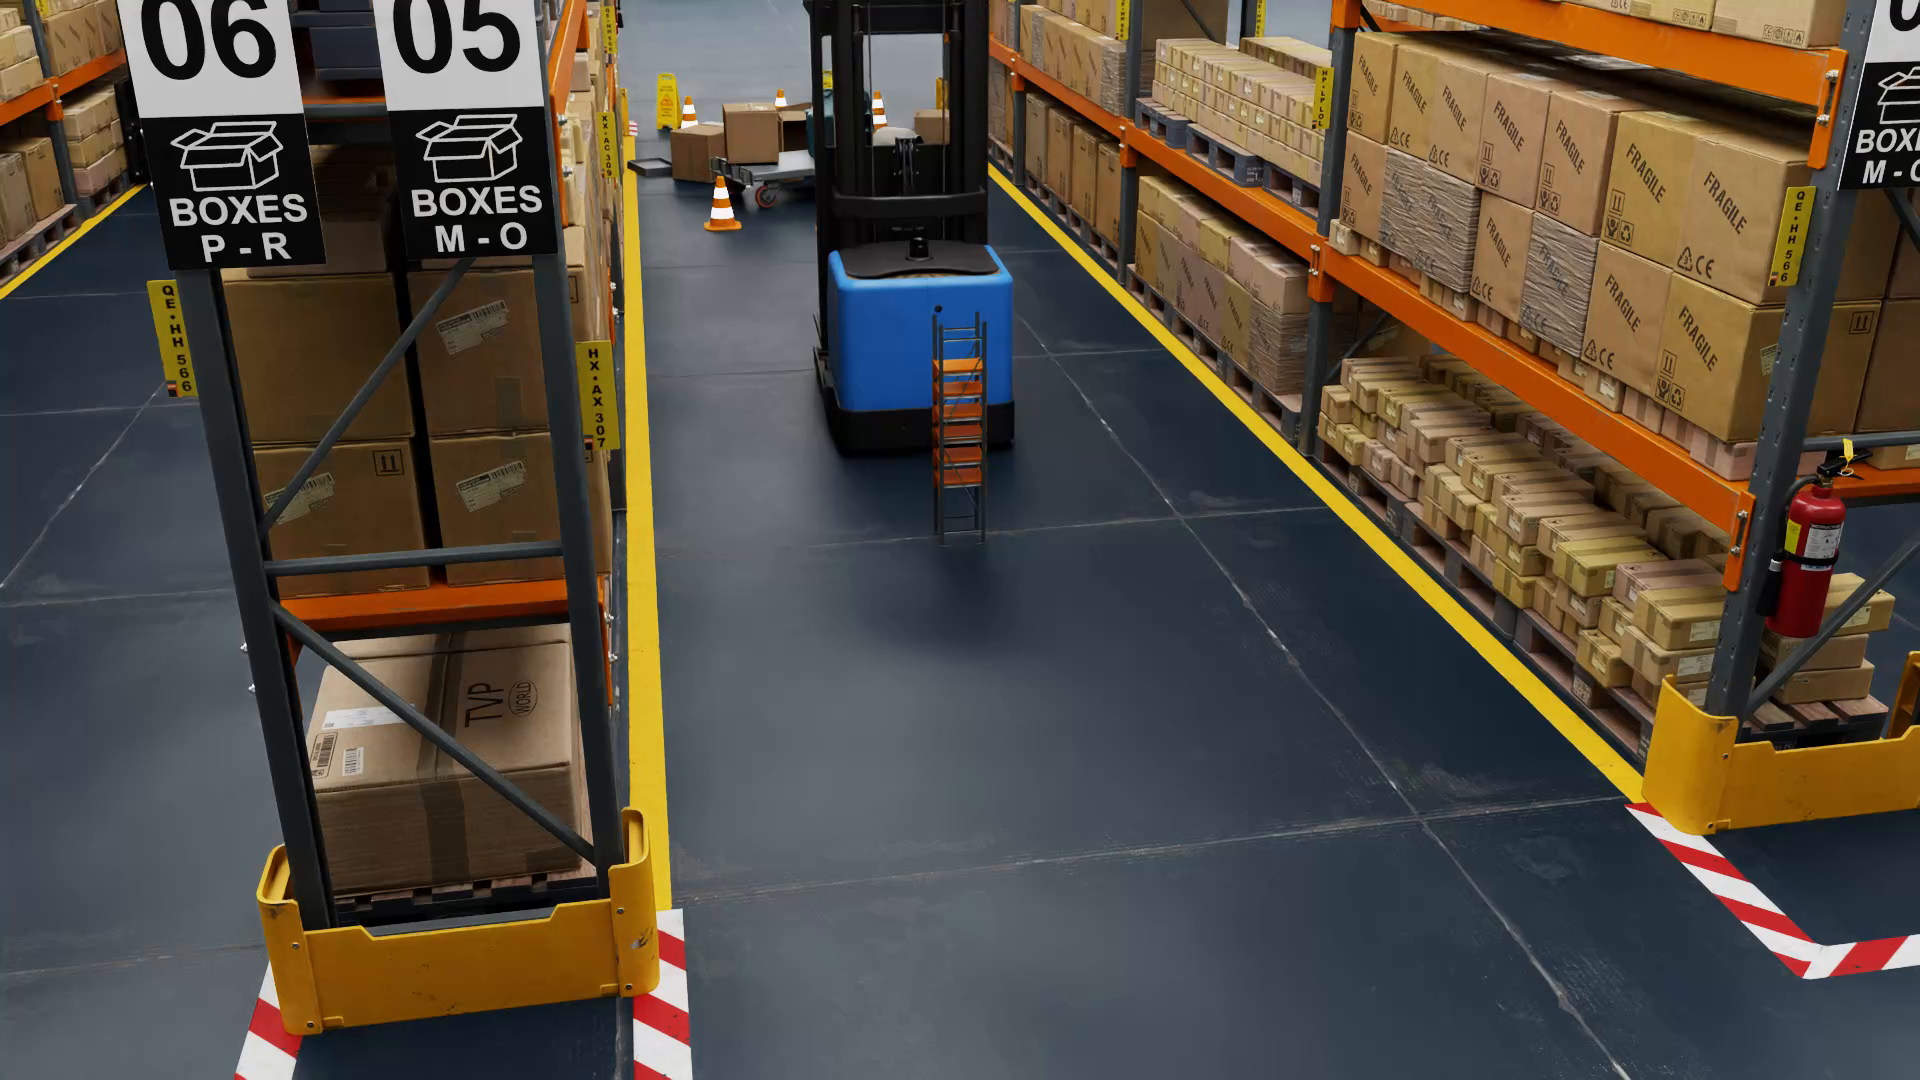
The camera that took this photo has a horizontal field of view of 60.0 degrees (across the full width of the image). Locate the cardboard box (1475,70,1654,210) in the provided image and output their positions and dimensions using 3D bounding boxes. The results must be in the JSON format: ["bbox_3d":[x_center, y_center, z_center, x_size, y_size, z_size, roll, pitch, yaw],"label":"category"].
[{"bbox_3d":[2.634,-1.759,7.283,0.500,0.500,0.500,-5,24,-12],"label":"cardboard box"}]

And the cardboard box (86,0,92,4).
[{"bbox_3d":[-8.689,-5.284,16.166,0.380,0.149,0.250,-5,24,-11],"label":"cardboard box"}]

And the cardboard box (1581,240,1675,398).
[{"bbox_3d":[2.836,-0.889,6.540,0.500,0.500,0.500,-5,24,-11],"label":"cardboard box"}]

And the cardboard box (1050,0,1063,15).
[{"bbox_3d":[1.238,-5.173,15.472,0.700,0.500,0.500,-5,24,-11],"label":"cardboard box"}]

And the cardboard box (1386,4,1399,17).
[{"bbox_3d":[5.253,-6.230,19.582,0.380,0.149,0.250,-4,24,-10],"label":"cardboard box"}]

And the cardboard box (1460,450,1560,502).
[{"bbox_3d":[2.647,-0.310,8.007,0.380,0.149,0.250,-4,24,-9],"label":"cardboard box"}]

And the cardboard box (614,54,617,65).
[{"bbox_3d":[-3.913,-5.168,17.999,0.380,0.149,0.250,-3,24,-7],"label":"cardboard box"}]

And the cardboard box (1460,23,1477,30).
[{"bbox_3d":[5.571,-5.440,17.771,0.380,0.149,0.250,-4,24,-10],"label":"cardboard box"}]

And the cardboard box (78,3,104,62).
[{"bbox_3d":[-8.712,-4.933,16.173,0.500,0.500,0.500,-5,24,-10],"label":"cardboard box"}]

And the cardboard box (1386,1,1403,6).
[{"bbox_3d":[5.532,-6.543,19.486,0.875,0.500,0.500,-4,24,-10],"label":"cardboard box"}]

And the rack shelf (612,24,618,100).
[{"bbox_3d":[-4.172,-5.117,17.616,1.077,0.370,4.000,-4,24,-10],"label":"rack shelf"}]

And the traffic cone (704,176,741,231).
[{"bbox_3d":[-2.197,-3.113,15.300,0.336,0.463,0.334,-4,24,-10],"label":"traffic cone"}]

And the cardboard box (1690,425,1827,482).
[{"bbox_3d":[2.925,-0.338,6.090,0.380,0.149,0.250,-4,24,-10],"label":"cardboard box"}]

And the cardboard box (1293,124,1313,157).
[{"bbox_3d":[2.206,-2.378,9.865,0.380,0.149,0.250,-4,24,-9],"label":"cardboard box"}]

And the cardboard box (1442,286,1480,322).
[{"bbox_3d":[2.545,-1.154,7.958,0.380,0.149,0.250,-3,24,-7],"label":"cardboard box"}]

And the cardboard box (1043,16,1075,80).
[{"bbox_3d":[1.060,-4.489,15.157,0.500,0.500,0.500,-4,24,-10],"label":"cardboard box"}]

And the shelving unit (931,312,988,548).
[{"bbox_3d":[-0.003,-0.556,8.523,0.258,1.200,0.189,-4,24,-10],"label":"shelving unit"}]

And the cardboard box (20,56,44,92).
[{"bbox_3d":[-8.329,-4.043,14.447,0.500,0.250,0.500,-4,24,-9],"label":"cardboard box"}]

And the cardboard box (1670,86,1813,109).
[{"bbox_3d":[3.267,-1.587,6.889,0.500,0.500,0.500,-5,24,-11],"label":"cardboard box"}]

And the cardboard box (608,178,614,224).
[{"bbox_3d":[-2.321,-2.043,9.867,0.500,0.250,0.500,-4,24,-10],"label":"cardboard box"}]

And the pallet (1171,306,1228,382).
[{"bbox_3d":[2.149,-1.428,11.756,1.003,0.211,1.213,-4,24,-10],"label":"pallet"}]

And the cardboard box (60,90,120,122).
[{"bbox_3d":[-8.649,-4.292,16.490,0.500,0.250,0.500,-3,24,-8],"label":"cardboard box"}]

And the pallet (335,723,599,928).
[{"bbox_3d":[-1.808,1.030,6.129,1.003,0.211,1.213,-4,24,-10],"label":"pallet"}]

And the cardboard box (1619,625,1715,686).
[{"bbox_3d":[2.885,0.445,6.648,0.380,0.149,0.250,-5,24,-11],"label":"cardboard box"}]

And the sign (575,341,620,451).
[{"bbox_3d":[-1.037,-0.411,4.764,0.100,0.325,0.005,-4,24,-10],"label":"sign"}]

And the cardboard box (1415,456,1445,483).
[{"bbox_3d":[2.566,-0.373,8.521,0.380,0.149,0.250,-3,24,-7],"label":"cardboard box"}]

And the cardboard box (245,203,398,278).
[{"bbox_3d":[-1.846,-0.867,4.803,0.380,0.149,0.250,-4,24,-9],"label":"cardboard box"}]

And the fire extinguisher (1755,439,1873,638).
[{"bbox_3d":[2.856,-0.006,5.579,0.296,0.674,0.183,-4,24,-10],"label":"fire extinguisher"}]

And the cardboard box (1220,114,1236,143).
[{"bbox_3d":[1.962,-2.755,11.099,0.380,0.149,0.250,-5,24,-11],"label":"cardboard box"}]

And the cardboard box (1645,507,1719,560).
[{"bbox_3d":[3.283,-0.035,7.377,0.380,0.149,0.250,-5,24,-12],"label":"cardboard box"}]

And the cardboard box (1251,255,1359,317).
[{"bbox_3d":[2.137,-1.584,10.290,0.500,0.250,0.500,-5,24,-11],"label":"cardboard box"}]

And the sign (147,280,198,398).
[{"bbox_3d":[-2.119,-0.544,4.505,0.100,0.325,0.005,-4,24,-10],"label":"sign"}]

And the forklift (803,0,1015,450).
[{"bbox_3d":[-0.402,-2.431,10.654,1.130,2.935,3.031,-3,24,-8],"label":"forklift"}]

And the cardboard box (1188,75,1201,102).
[{"bbox_3d":[1.827,-3.191,11.725,0.380,0.149,0.250,-4,24,-10],"label":"cardboard box"}]

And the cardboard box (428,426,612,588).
[{"bbox_3d":[-1.390,-0.195,5.325,0.500,0.500,0.500,-4,24,-10],"label":"cardboard box"}]

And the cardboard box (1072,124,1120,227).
[{"bbox_3d":[1.594,-3.244,14.715,1.050,0.750,0.750,-4,24,-9],"label":"cardboard box"}]

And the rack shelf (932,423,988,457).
[{"bbox_3d":[-0.003,-0.515,8.541,0.258,0.103,0.180,-4,24,-10],"label":"rack shelf"}]

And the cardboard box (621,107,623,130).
[{"bbox_3d":[-4.124,-4.858,19.036,0.500,0.250,0.500,-4,24,-10],"label":"cardboard box"}]

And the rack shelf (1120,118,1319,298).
[{"bbox_3d":[2.153,-2.376,11.341,1.077,0.370,4.000,-4,24,-10],"label":"rack shelf"}]

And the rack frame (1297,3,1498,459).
[{"bbox_3d":[2.523,-1.919,9.396,1.000,3.000,0.127,-4,24,-10],"label":"rack frame"}]

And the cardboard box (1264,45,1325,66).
[{"bbox_3d":[2.417,-3.482,12.020,0.380,0.149,0.250,-4,24,-8],"label":"cardboard box"}]

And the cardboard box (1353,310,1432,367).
[{"bbox_3d":[2.647,-1.276,10.523,0.500,0.500,0.500,-3,24,-8],"label":"cardboard box"}]

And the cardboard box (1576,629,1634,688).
[{"bbox_3d":[2.813,0.483,6.934,0.380,0.149,0.250,-4,24,-8],"label":"cardboard box"}]

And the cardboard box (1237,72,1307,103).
[{"bbox_3d":[2.017,-2.925,10.746,0.380,0.149,0.250,-5,24,-12],"label":"cardboard box"}]

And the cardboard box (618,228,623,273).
[{"bbox_3d":[-3.157,-2.298,13.021,0.950,0.372,0.625,-6,24,-13],"label":"cardboard box"}]

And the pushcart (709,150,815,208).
[{"bbox_3d":[-1.571,-3.646,16.628,1.648,0.377,0.936,-13,27,-28],"label":"pushcart"}]

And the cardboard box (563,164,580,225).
[{"bbox_3d":[-1.431,-1.110,5.358,0.380,0.149,0.250,-4,24,-8],"label":"cardboard box"}]

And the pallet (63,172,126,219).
[{"bbox_3d":[-8.786,-3.329,16.108,1.003,0.211,1.213,-4,24,-10],"label":"pallet"}]

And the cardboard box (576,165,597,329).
[{"bbox_3d":[-1.597,-1.058,6.051,0.500,0.500,0.500,-4,24,-10],"label":"cardboard box"}]

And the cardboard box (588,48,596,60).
[{"bbox_3d":[-2.243,-2.409,9.145,0.500,0.500,0.500,-4,24,-10],"label":"cardboard box"}]

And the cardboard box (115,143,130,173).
[{"bbox_3d":[-8.663,-3.838,16.700,0.500,0.250,0.500,-4,24,-9],"label":"cardboard box"}]

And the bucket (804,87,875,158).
[{"bbox_3d":[-1.247,-4.145,16.684,0.726,0.611,0.620,4,34,9],"label":"bucket"}]

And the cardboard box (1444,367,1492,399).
[{"bbox_3d":[2.931,-0.859,9.264,0.380,0.149,0.250,-4,24,-9],"label":"cardboard box"}]

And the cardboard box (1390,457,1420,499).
[{"bbox_3d":[2.517,-0.343,8.826,0.380,0.149,0.250,-5,24,-11],"label":"cardboard box"}]
